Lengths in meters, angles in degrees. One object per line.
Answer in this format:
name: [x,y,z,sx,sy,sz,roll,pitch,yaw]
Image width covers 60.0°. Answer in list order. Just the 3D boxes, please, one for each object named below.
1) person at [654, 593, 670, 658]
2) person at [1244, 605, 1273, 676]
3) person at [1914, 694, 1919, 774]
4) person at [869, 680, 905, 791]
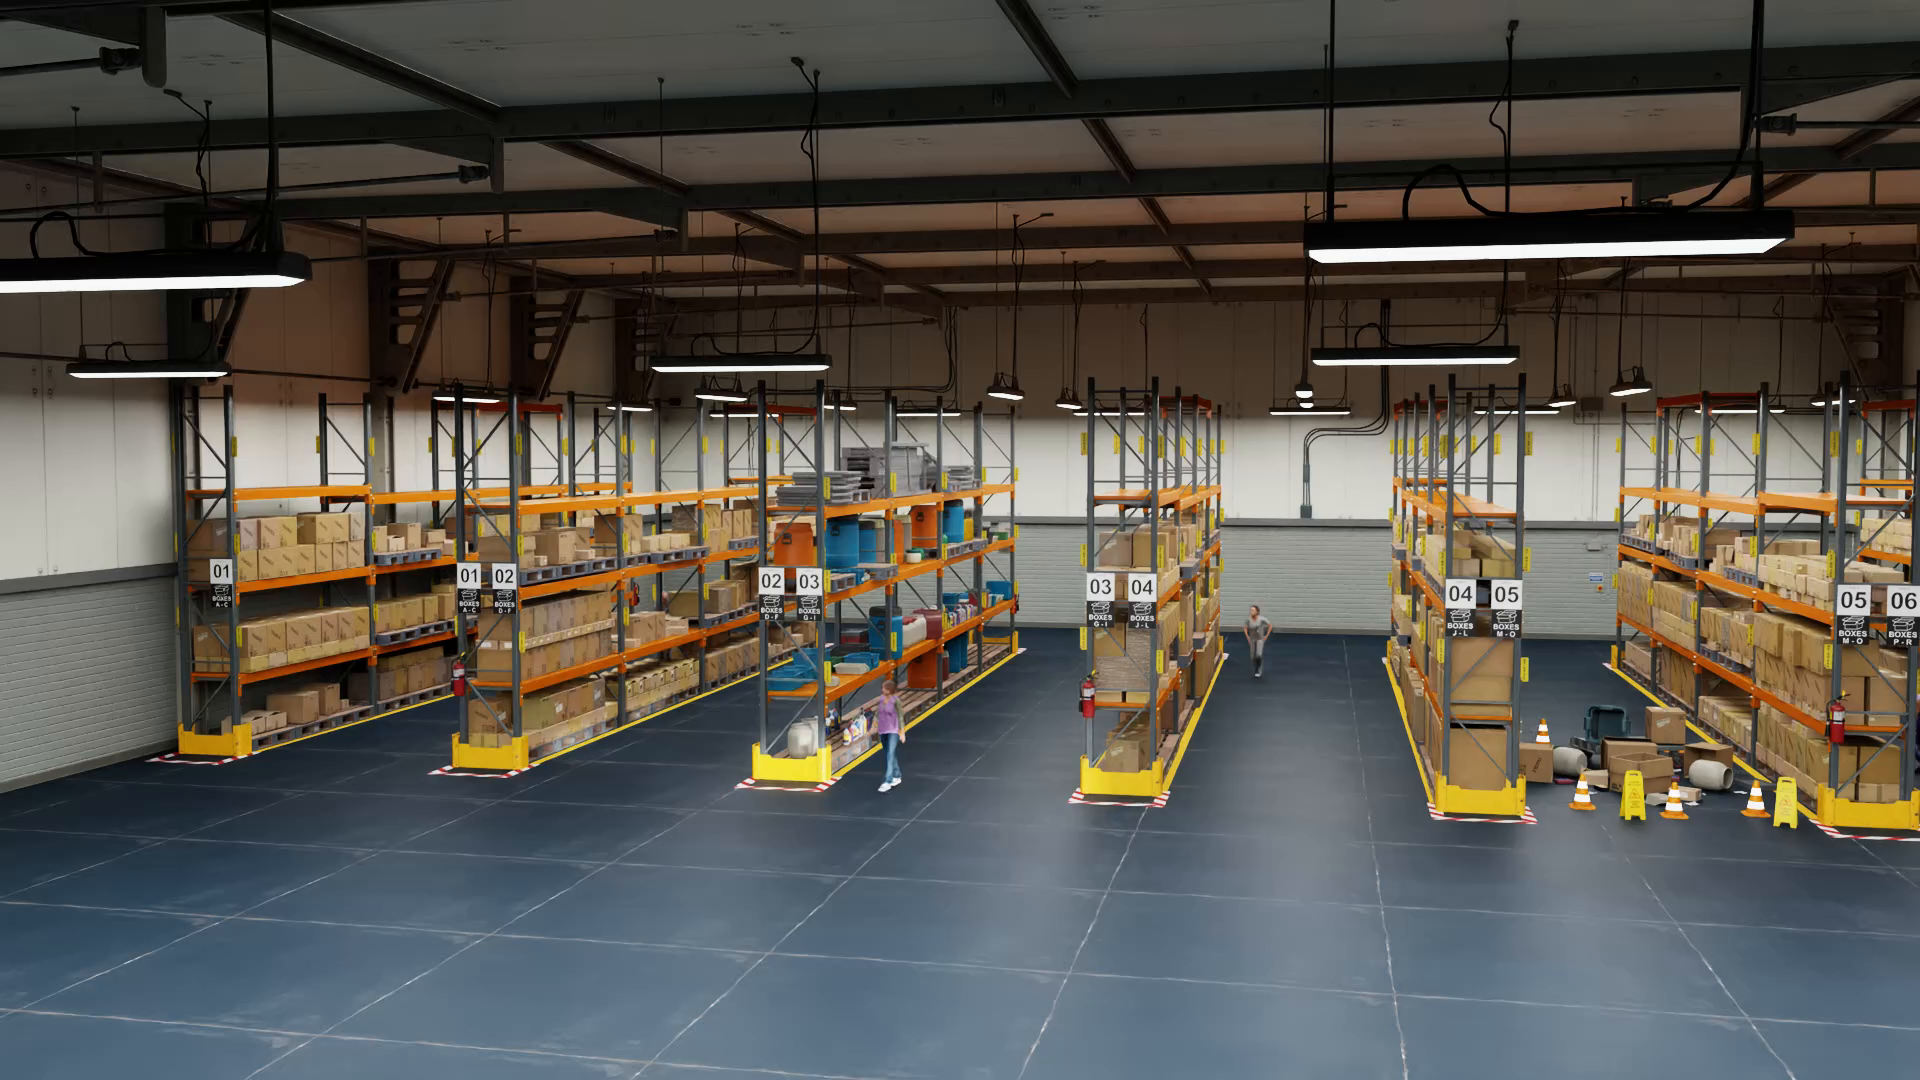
person: [-6.706,2.039,37.780,0.525,1.666,0.967,0,3,1]
person: [6.491,2.190,36.171,0.615,1.584,0.687,1,3,20]
person: [14.773,2.819,25.394,0.547,1.540,0.710,1,3,13]
person: [-1.065,2.841,24.292,0.521,1.577,0.773,3,4,42]
